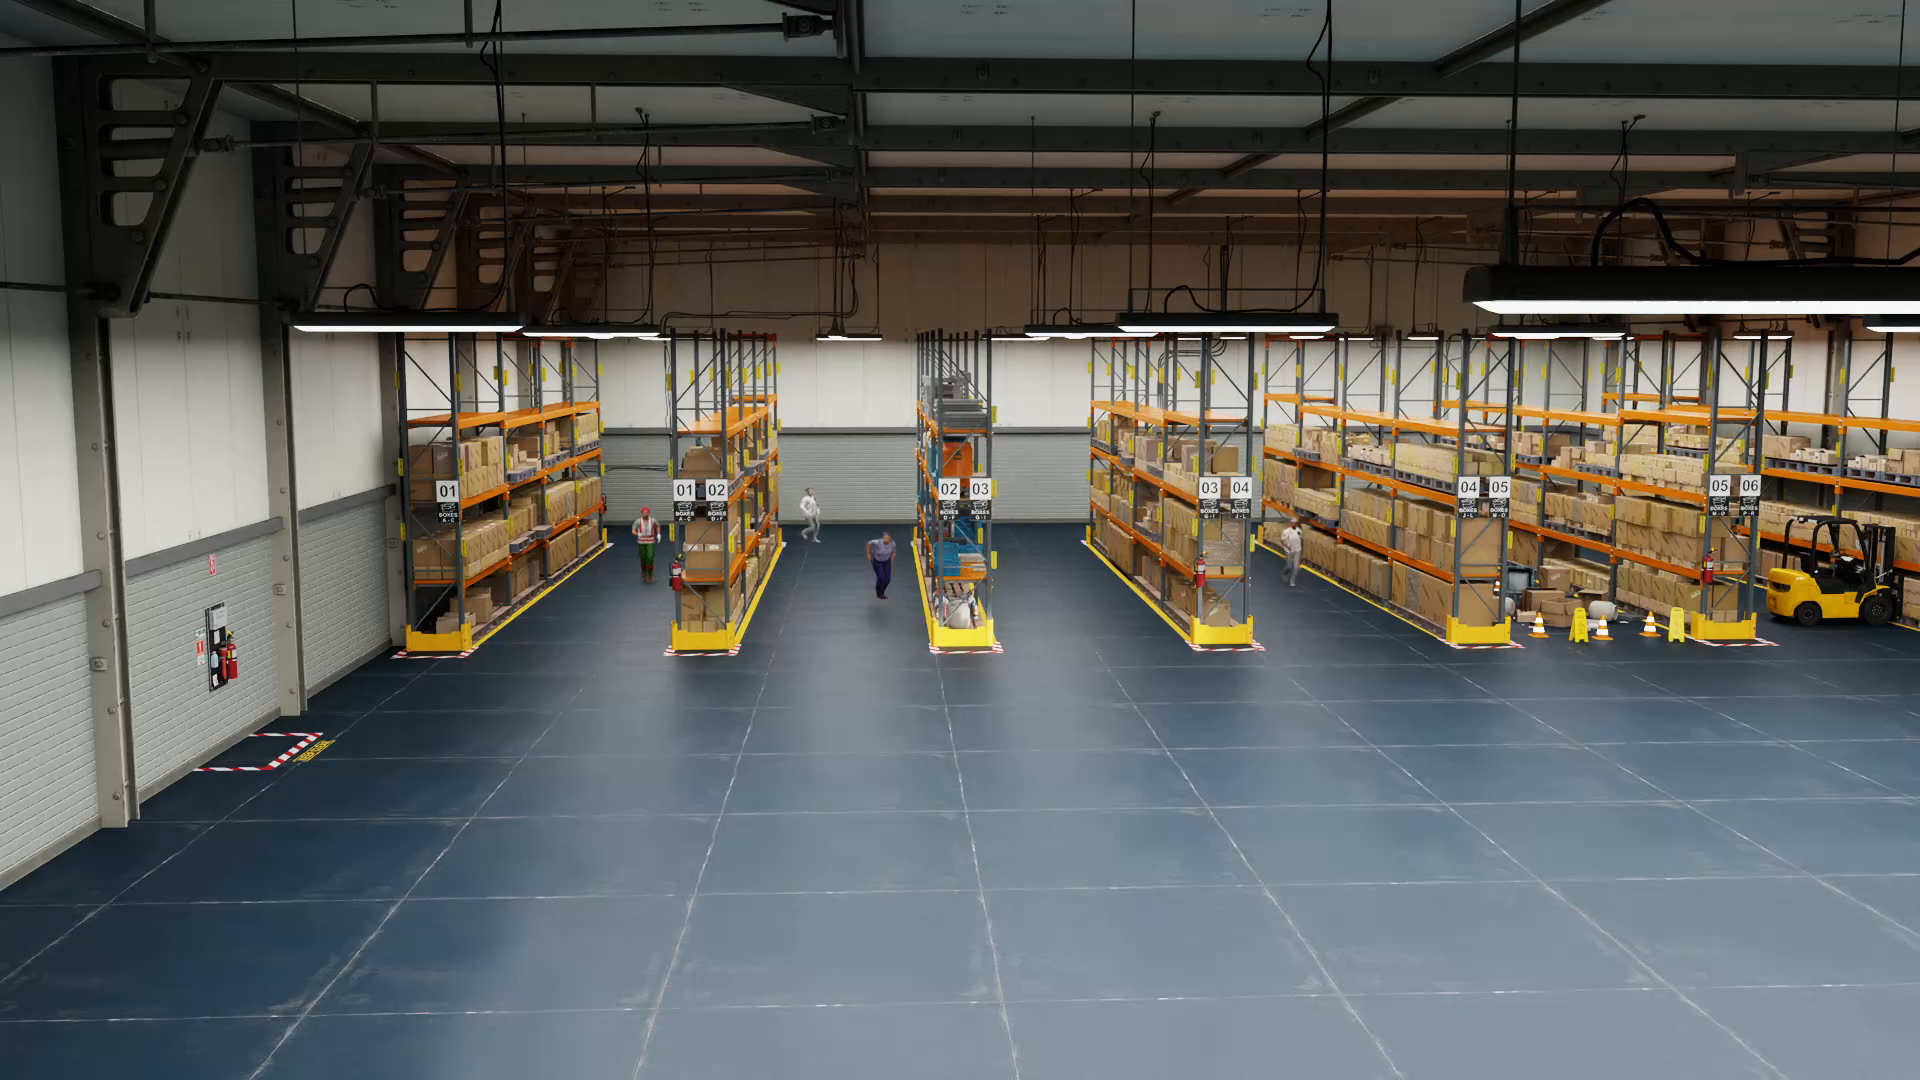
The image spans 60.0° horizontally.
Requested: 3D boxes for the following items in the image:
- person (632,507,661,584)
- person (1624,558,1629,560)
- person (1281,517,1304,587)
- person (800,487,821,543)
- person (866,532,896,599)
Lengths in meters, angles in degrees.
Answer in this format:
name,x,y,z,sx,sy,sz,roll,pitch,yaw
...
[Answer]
name,x,y,z,sx,sy,sz,roll,pitch,yaw
person,-7.573,0.108,40.150,0.680,1.839,0.842,-1,7,-11
person,15.969,0.309,39.418,0.530,1.552,0.553,-1,7,-7
person,7.882,0.263,39.391,0.563,1.655,0.588,-1,7,-7
person,-4.357,-0.722,47.965,0.520,1.645,0.683,4,8,32
person,-1.673,0.545,35.367,0.632,1.495,0.794,-3,7,-21
